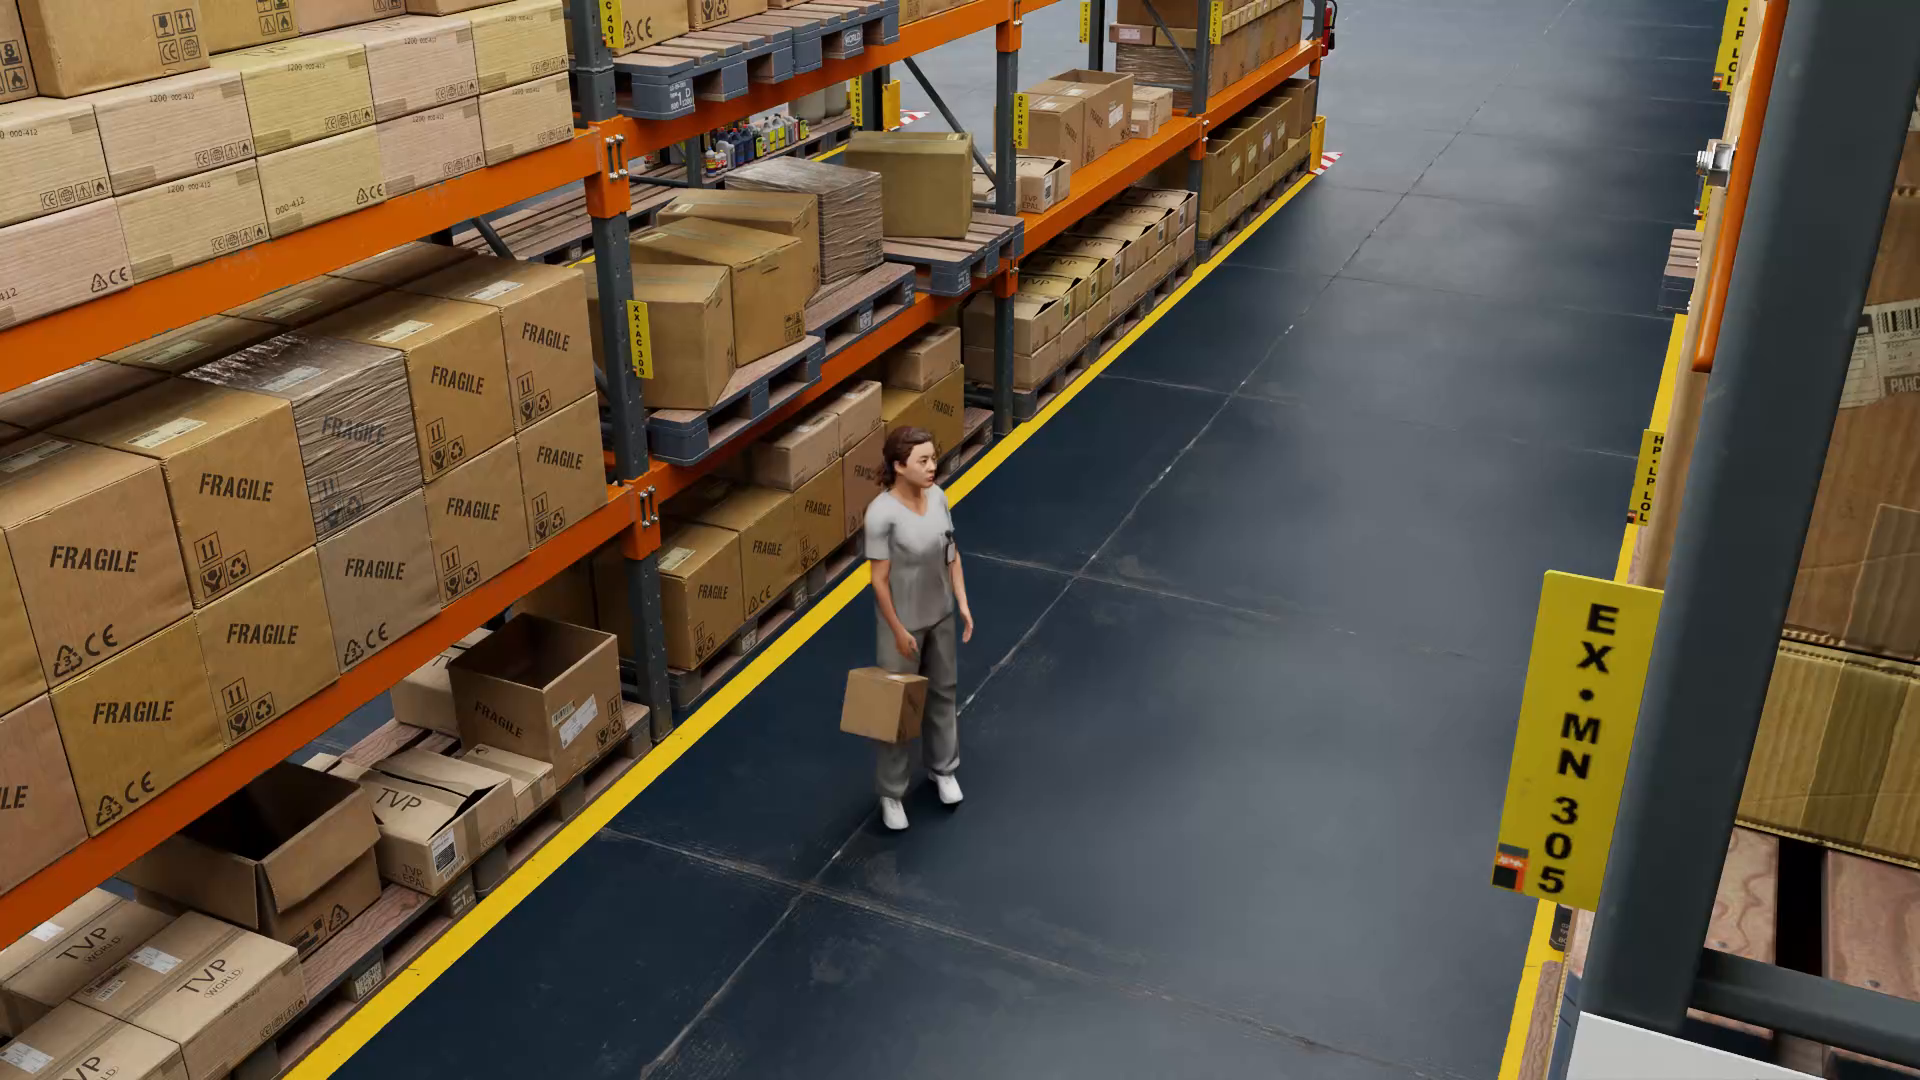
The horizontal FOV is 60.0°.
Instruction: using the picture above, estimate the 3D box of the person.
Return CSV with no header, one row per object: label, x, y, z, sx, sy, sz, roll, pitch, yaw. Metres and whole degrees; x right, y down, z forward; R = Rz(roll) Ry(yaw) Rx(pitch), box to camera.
person,-0.199,0.348,6.868,0.530,1.684,0.440,-24,35,-39
